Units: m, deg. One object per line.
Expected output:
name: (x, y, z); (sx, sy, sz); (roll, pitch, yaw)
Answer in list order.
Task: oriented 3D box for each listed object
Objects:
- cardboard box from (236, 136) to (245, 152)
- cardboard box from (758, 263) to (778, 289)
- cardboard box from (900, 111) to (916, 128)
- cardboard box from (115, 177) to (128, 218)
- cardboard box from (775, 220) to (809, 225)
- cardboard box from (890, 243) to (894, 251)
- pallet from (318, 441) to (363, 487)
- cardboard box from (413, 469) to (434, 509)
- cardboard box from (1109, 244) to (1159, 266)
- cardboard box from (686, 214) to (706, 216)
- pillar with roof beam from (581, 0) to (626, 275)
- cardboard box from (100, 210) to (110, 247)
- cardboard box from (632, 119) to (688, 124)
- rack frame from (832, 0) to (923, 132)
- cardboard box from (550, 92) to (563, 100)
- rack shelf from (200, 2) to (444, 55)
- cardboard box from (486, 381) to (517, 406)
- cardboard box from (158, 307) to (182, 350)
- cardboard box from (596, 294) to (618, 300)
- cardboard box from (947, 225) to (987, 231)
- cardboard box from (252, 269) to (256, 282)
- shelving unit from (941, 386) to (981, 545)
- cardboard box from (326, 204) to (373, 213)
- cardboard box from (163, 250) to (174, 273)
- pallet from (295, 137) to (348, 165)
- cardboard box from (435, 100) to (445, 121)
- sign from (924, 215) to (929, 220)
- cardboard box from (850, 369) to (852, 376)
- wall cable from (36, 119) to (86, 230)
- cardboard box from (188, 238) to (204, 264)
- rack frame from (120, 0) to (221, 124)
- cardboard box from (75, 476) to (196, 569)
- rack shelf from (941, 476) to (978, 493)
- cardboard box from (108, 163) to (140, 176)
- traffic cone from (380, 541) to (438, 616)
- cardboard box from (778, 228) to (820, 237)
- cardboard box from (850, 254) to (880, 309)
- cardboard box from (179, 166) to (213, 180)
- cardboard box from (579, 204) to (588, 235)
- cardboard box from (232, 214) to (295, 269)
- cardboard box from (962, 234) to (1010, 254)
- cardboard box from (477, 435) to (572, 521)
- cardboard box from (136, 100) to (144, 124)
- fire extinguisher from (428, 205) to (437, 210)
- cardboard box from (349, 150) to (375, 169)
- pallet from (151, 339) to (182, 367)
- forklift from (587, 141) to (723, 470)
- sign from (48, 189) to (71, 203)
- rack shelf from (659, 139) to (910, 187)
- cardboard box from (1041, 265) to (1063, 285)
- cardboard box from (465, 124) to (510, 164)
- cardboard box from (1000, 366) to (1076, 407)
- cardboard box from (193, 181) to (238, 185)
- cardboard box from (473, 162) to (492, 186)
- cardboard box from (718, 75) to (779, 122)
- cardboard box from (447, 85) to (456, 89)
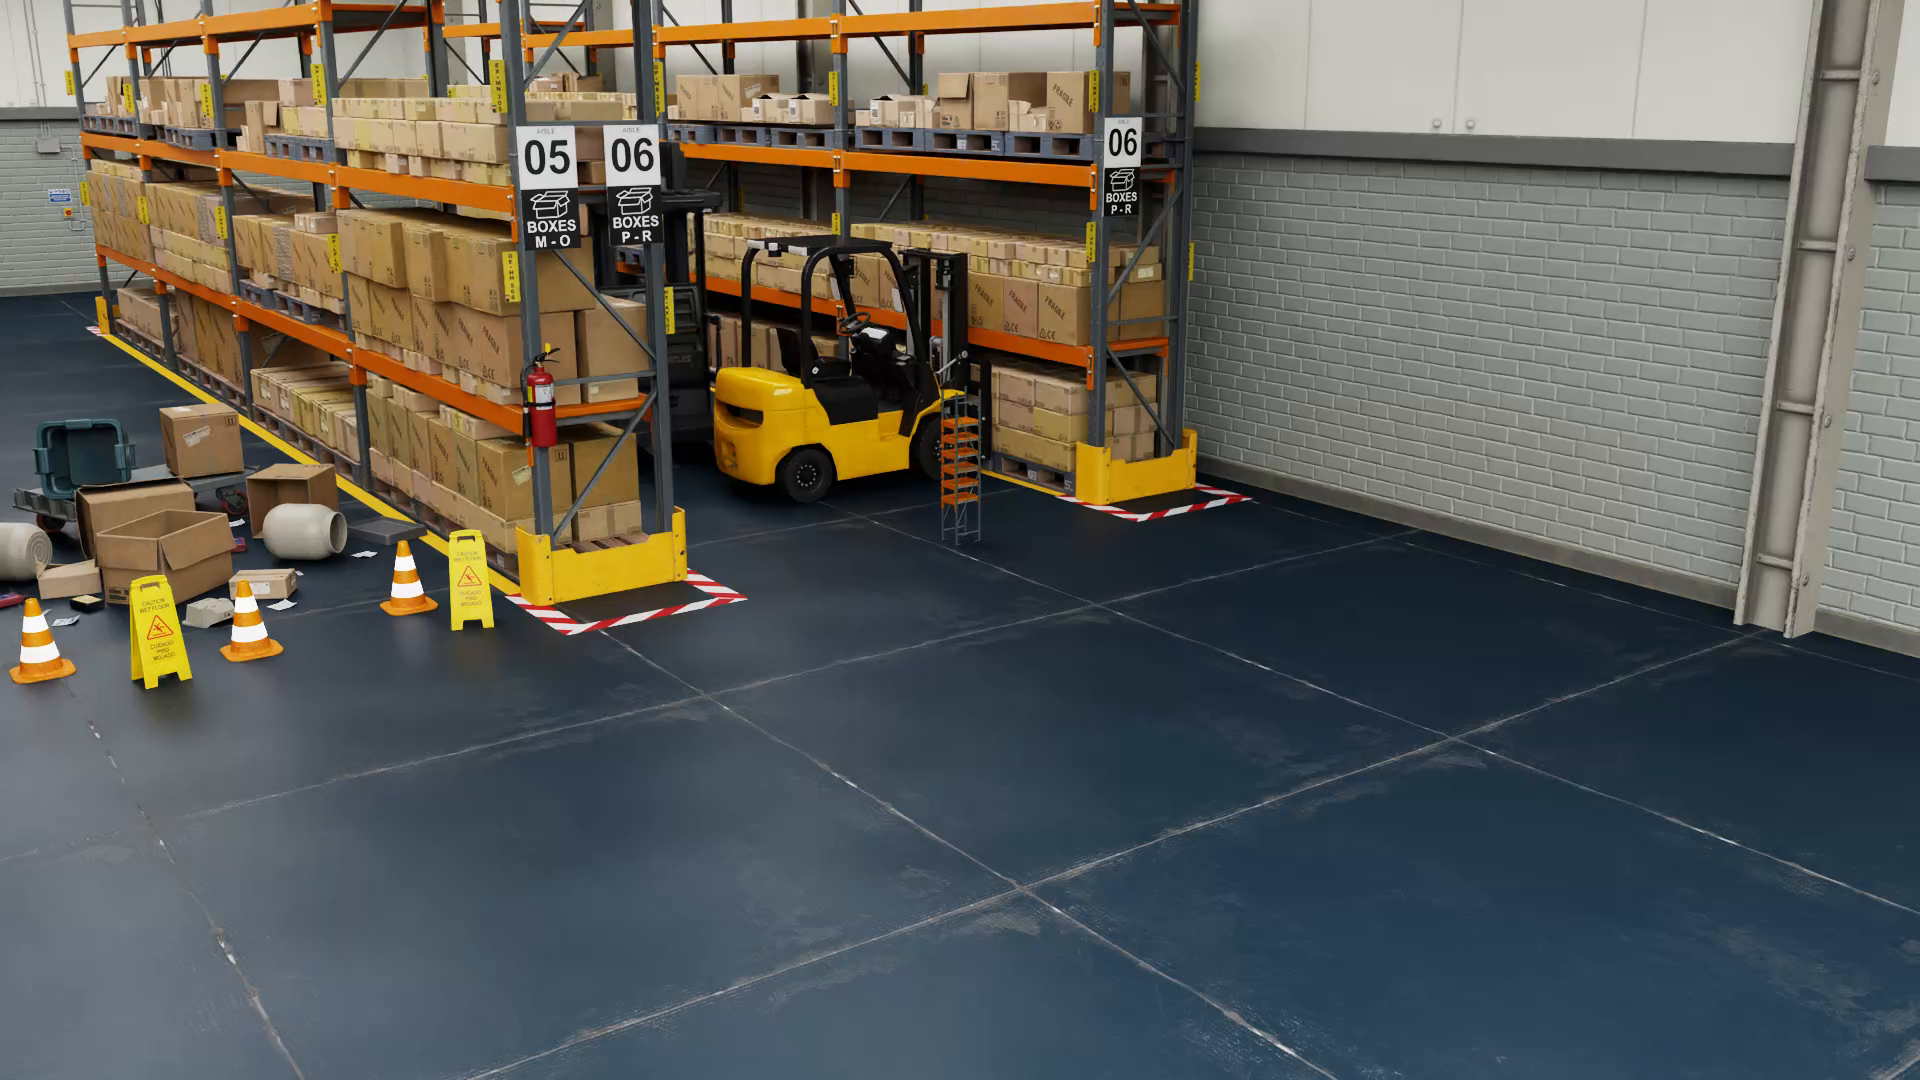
cardboard box: (-7.137, -4.038, 16.940); (0.380, 0.149, 0.250); (-11, 19, -35)
cardboard box: (-1.895, -2.935, 18.400); (0.500, 0.250, 0.500); (-11, 19, -34)
cardboard box: (-0.350, -3.992, 15.789); (0.380, 0.149, 0.250); (-10, 18, -33)
cardboard box: (-10.636, -4.465, 21.624); (0.500, 0.500, 0.500); (-11, 19, -34)
cardboard box: (-1.899, -3.575, 19.038); (0.380, 0.149, 0.250); (-10, 18, -33)
cardboard box: (-0.516, -2.869, 16.457); (0.380, 0.149, 0.250); (-11, 19, -35)
pallet: (-5.292, -0.773, 15.499); (1.003, 0.211, 1.213); (-11, 19, -35)
cardboard box: (-4.067, -0.435, 13.396); (0.500, 0.250, 0.500); (-11, 19, -35)
cardboard box: (1.507, -2.478, 14.466); (0.380, 0.149, 0.250); (-11, 19, -36)
cardboard box: (-3.223, -3.824, 19.948); (0.380, 0.149, 0.250); (-10, 18, -33)
pillar with roof beam: (-8.686, -6.945, 21.404); (9.100, 9.000, 0.400); (-11, 19, -35)
cardboard box: (-11.519, -4.311, 22.957); (0.500, 0.500, 0.500); (-11, 19, -35)
cardboard box: (-3.670, -5.023, 20.349); (0.500, 0.250, 0.500); (-12, 19, -36)
rack frame: (-0.820, -5.616, 16.550); (1.000, 3.000, 0.127); (-11, 19, -35)
cardboard box: (-5.201, -5.861, 22.055); (0.380, 0.149, 0.250); (-11, 19, -35)
rack shelf: (-6.009, -4.732, 15.440); (1.077, 0.370, 4.000); (-11, 19, -35)
cardboard box: (-3.113, -1.060, 11.742); (0.380, 0.149, 0.250); (-11, 19, -35)
cardboard box: (-9.819, -2.777, 21.599); (0.875, 0.438, 0.875); (-11, 19, -35)
cardboard box: (-2.842, -1.543, 12.280); (0.500, 0.500, 0.500); (-10, 18, -33)
cardboard box: (0.090, -3.048, 16.548); (0.380, 0.149, 0.250); (-11, 19, -36)
cardboard box: (-7.005, -2.723, 17.024); (0.380, 0.149, 0.250); (-12, 20, -38)
shelving unit: (0.009, -0.576, 12.906); (0.258, 1.200, 0.189); (-11, 19, -35)
cardboard box: (-5.995, -3.207, 16.335); (0.380, 0.149, 0.250); (-12, 19, -37)
cardboard box: (-9.186, -3.342, 19.890); (0.500, 0.250, 0.500); (-11, 19, -36)
pallet: (-5.110, -3.456, 14.695); (1.213, 0.211, 1.003); (-11, 19, -35)
cardboard box: (-3.582, -3.122, 12.084); (0.380, 0.149, 0.250); (-12, 19, -36)
sign: (-0.372, -3.265, 17.533); (0.100, 0.325, 0.005); (-11, 19, -35)
cardboard box: (-0.785, -1.689, 17.031); (0.500, 0.250, 0.500); (-11, 19, -35)
wall cable: (-15.223, -6.219, 28.134); (0.585, 1.953, 0.123); (-11, 19, -35)
cardboard box: (-8.297, -3.253, 18.618); (0.500, 0.250, 0.500); (-11, 19, -36)
rack frame: (-9.537, -6.553, 19.974); (1.000, 3.000, 0.127); (-11, 19, -35)
cardboard box: (-6.118, -0.139, 12.374); (0.797, 0.637, 0.503); (-11, 19, -35)
rack shelf: (0.009, -0.417, 12.950); (0.258, 0.103, 0.180); (-11, 19, -35)
cardboard box: (-11.026, -4.901, 21.988); (0.380, 0.149, 0.250); (-11, 19, -36)
traffic cone: (-3.777, 0.235, 11.342); (0.336, 0.463, 0.334); (-11, 19, -35)
cardboard box: (-1.730, -3.271, 17.926); (0.380, 0.149, 0.250); (-12, 19, -36)
cardboard box: (-0.770, -2.636, 16.835); (0.500, 0.500, 0.500); (-12, 19, -36)
cardboard box: (-9.676, -4.663, 21.119); (0.380, 0.149, 0.250); (-11, 19, -34)
cardboard box: (-4.654, -4.266, 21.994); (0.700, 0.500, 0.500); (-11, 19, -35)
cardboard box: (-7.107, -3.068, 17.055); (0.500, 0.500, 0.500); (-12, 19, -36)
cardboard box: (0.244, -2.744, 15.436); (0.380, 0.149, 0.250); (-11, 19, -34)
cardboard box: (-3.163, -0.466, 12.089); (0.500, 0.500, 0.500); (-11, 19, -34)
cardboard box: (-9.526, -5.083, 19.743); (0.396, 0.266, 0.258); (-11, 19, -35)
fire extinguisher: (-8.336, -5.028, 26.616); (0.296, 0.674, 0.183); (-11, 19, -35)
cardboard box: (-4.741, -3.107, 13.542); (0.380, 0.149, 0.250); (-11, 19, -34)
pallet: (-9.920, -2.489, 21.771); (1.003, 0.211, 1.213); (-11, 19, -35)
forklift: (-2.837, -2.210, 15.598); (1.130, 2.935, 3.031); (-7, 17, -24)
sign: (-15.298, -5.850, 28.257); (0.327, 0.218, 0.001); (-11, 19, -35)
rack shelf: (-1.996, -4.250, 18.601); (1.077, 0.370, 4.000); (-11, 19, -35)
cardboard box: (0.927, -2.310, 14.417); (0.380, 0.149, 0.250); (-11, 18, -34)
cardboard box: (-3.000, -2.683, 11.234); (0.500, 0.250, 0.500); (-11, 19, -35)
cardboard box: (0.704, -1.385, 14.974); (0.500, 0.250, 0.500); (-10, 18, -34)
cardboard box: (-9.071, -4.134, 20.414); (0.500, 0.500, 0.500); (-10, 18, -33)
cardboard box: (-3.090, -2.504, 11.336); (0.380, 0.149, 0.250); (-11, 19, -34)
cardboard box: (-2.345, -4.913, 18.487); (0.500, 0.500, 0.500); (-10, 18, -33)
cardboard box: (-7.534, -6.799, 25.327); (0.500, 0.250, 0.500); (-11, 19, -35)
